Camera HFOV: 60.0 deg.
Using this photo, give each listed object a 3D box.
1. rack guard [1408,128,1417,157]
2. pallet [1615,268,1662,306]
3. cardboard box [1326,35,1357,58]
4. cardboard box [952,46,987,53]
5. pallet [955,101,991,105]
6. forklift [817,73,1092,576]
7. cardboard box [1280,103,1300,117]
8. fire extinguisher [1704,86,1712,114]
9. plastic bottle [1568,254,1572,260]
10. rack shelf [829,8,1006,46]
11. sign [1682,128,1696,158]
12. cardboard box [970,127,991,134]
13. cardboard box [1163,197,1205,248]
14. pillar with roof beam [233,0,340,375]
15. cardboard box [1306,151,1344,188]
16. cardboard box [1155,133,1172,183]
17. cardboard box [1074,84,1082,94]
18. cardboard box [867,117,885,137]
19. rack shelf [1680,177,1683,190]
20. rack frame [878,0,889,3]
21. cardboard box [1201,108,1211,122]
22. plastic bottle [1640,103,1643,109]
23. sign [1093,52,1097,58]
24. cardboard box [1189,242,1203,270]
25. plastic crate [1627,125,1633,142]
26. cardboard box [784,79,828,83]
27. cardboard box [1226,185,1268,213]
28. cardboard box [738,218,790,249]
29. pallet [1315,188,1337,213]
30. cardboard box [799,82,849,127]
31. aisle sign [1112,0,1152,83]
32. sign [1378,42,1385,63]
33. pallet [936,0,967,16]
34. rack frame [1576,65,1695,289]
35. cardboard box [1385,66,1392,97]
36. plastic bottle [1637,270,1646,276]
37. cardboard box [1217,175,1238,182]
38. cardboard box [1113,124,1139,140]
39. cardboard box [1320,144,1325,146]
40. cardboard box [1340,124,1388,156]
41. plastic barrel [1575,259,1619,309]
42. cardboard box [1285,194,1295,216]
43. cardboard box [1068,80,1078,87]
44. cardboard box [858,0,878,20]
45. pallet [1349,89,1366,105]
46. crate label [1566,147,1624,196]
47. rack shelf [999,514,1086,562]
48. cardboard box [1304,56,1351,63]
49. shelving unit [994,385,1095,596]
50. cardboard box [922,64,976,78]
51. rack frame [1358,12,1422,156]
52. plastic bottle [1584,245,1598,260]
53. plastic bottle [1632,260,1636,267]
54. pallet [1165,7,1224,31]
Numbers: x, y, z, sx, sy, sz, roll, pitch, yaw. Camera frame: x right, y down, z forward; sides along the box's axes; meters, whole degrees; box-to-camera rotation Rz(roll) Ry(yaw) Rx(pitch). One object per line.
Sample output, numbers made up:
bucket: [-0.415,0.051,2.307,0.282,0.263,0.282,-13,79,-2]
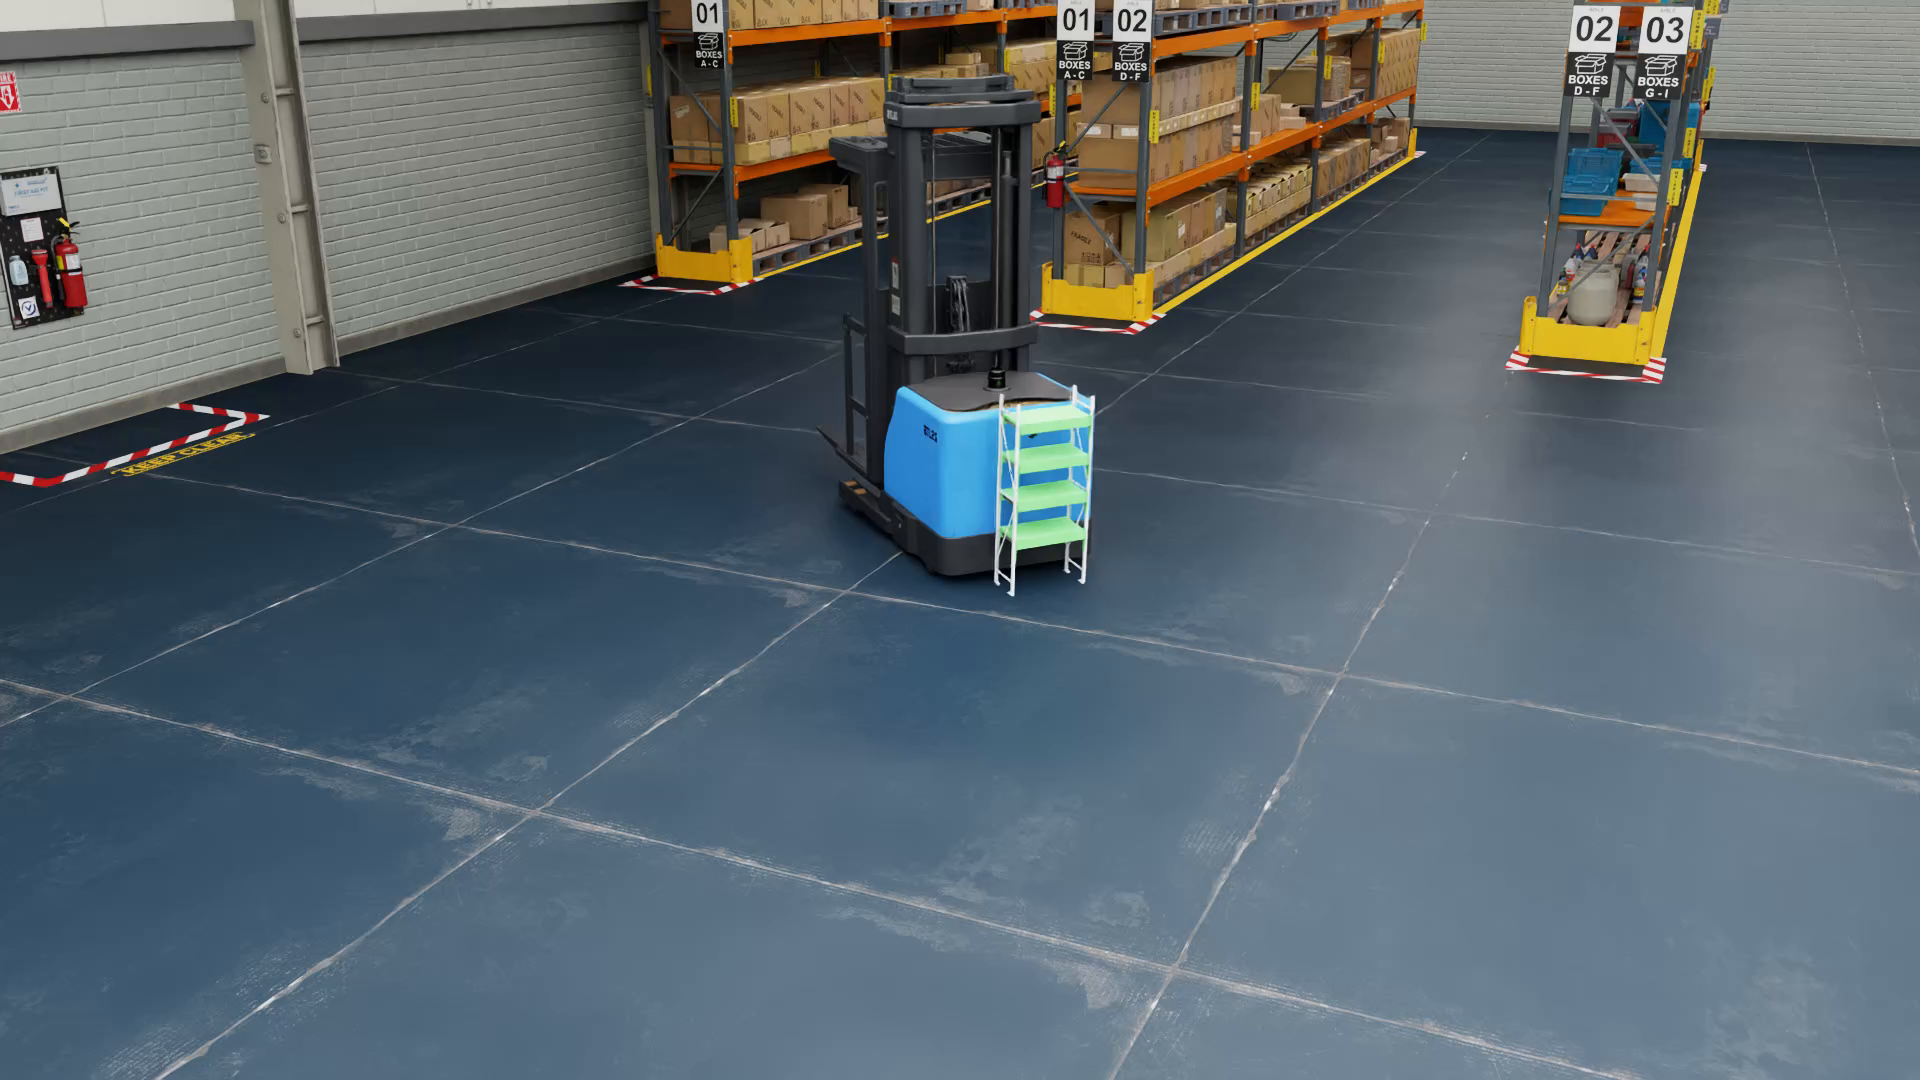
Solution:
rack guard: [7.986,-7.519,31.364,1.175,0.500,0.348,9,21,23]
pallet: [7.308,-2.857,18.687,1.003,0.211,1.213,9,21,23]
cardboard box: [6.350,-8.205,27.922,0.500,0.500,0.500,9,21,23]
cardboard box: [0.170,-7.677,26.336,0.500,0.250,0.500,9,22,24]
pallet: [0.026,-6.630,25.420,1.213,0.211,1.003,9,21,23]
forklift: [-0.203,-1.620,11.151,1.130,2.935,3.031,-8,21,-21]
cardboard box: [4.553,-6.127,23.853,0.500,0.311,0.500,10,22,26]
fire extinguisher: [13.011,-7.810,29.126,0.296,0.674,0.183,9,21,23]
plastic bottle: [6.729,-3.006,18.341,0.061,0.283,0.133,10,22,25]
rack shelf: [-0.598,-7.415,23.941,1.077,0.370,4.000,9,21,23]
sign: [8.118,-4.422,18.513,0.100,0.325,0.005,9,21,23]
cardboard box: [0.641,-6.344,26.913,0.750,0.750,0.750,8,21,22]
cardboard box: [2.505,-3.676,19.185,0.500,0.500,0.500,9,21,23]
pillar with roof beam: [-2.087,-5.241,12.277,9.100,9.000,0.400,9,21,23]
cardboard box: [5.608,-5.717,25.641,0.500,0.500,0.500,8,21,22]
cardboard box: [1.879,-4.178,18.090,0.700,0.500,0.500,9,22,24]
cardboard box: [1.897,-7.844,28.893,0.380,0.149,0.250,9,21,24]
cardboard box: [-1.335,-5.482,22.101,0.500,0.250,0.500,9,21,23]
rack shelf: [8.440,-4.643,20.621,1.077,0.370,4.000,9,21,23]
rack frame: [-1.417,-8.556,21.598,1.000,3.000,0.127,9,21,23]
cardboard box: [2.666,-4.903,19.163,0.380,0.149,0.250,9,22,24]
plastic bottle: [9.865,-6.201,24.121,0.097,0.271,0.097,0,20,0]
sign: [2.358,-8.612,29.098,0.100,0.325,0.005,9,21,23]
cardboard box: [2.504,-3.322,19.311,0.500,0.250,0.500,9,21,23]
plastic crate: [7.789,-4.743,19.852,0.392,0.384,0.575,9,21,23]
cardboard box: [-2.016,-5.749,21.733,0.500,0.500,0.500,8,21,22]
cardboard box: [3.710,-4.462,21.679,0.500,0.311,0.500,8,21,22]
cardboard box: [-2.456,-3.821,20.592,0.500,0.311,0.500,11,22,27]
pallet: [5.082,-5.183,25.228,1.003,0.211,1.213,9,21,23]
cardboard box: [-1.744,-5.529,21.114,0.500,0.500,0.500,8,21,21]
aisle sign: [1.718,-4.991,16.647,0.394,0.787,0.004,9,21,23]
sign: [6.887,-7.967,27.167,0.100,0.325,0.005,9,21,23]
pallet: [-0.646,-7.546,23.515,1.213,0.211,1.003,9,21,23]
rack frame: [7.621,-4.370,18.781,1.000,3.000,0.127,9,21,23]
cardboard box: [7.043,-7.819,28.330,0.500,0.500,0.500,9,21,24]
plastic bottle: [7.191,-2.716,17.545,0.097,0.271,0.097,0,20,0]
cardboard box: [3.631,-4.846,22.759,0.500,0.311,0.500,8,21,22]
cardboard box: [1.823,-4.272,17.386,0.380,0.149,0.250,8,21,22]
cardboard box: [5.539,-6.096,26.706,0.500,0.500,0.500,9,21,23]
cardboard box: [7.144,-7.103,29.534,0.797,0.503,0.637,9,21,23]
plastic barrel: [6.388,-2.538,16.715,0.421,0.512,0.421,0,20,0]
cardboard box: [4.332,-4.671,23.102,0.500,0.250,0.500,9,22,24]
cardboard box: [1.700,-8.039,28.474,0.500,0.500,0.500,9,21,23]
cardboard box: [-1.400,-7.011,21.549,0.500,0.500,0.500,9,22,24]
pallet: [5.953,-7.177,26.960,1.003,0.211,1.213,9,21,23]
crate label: [6.490,-3.764,17.023,0.502,0.435,0.616,9,21,23]
rack shelf: [0.495,-0.013,10.103,0.480,0.148,0.258,-9,24,-23]
cardboard box: [5.981,-7.628,27.164,0.700,0.500,0.500,2,20,4]
shelving unit: [0.501,-0.295,9.989,0.503,1.200,0.258,-9,24,-23]
cardboard box: [-0.167,-6.887,25.053,0.700,0.500,0.500,6,21,18]
rack frame: [8.017,-8.720,31.010,1.000,3.000,0.127,9,21,23]
plastic bottle: [7.043,-3.120,18.562,0.144,0.351,0.185,9,21,23]
plastic bottle: [7.305,-2.910,18.073,0.061,0.283,0.133,9,21,23]
pallet: [2.277,-5.787,18.420,1.003,0.211,1.213,9,21,23]
